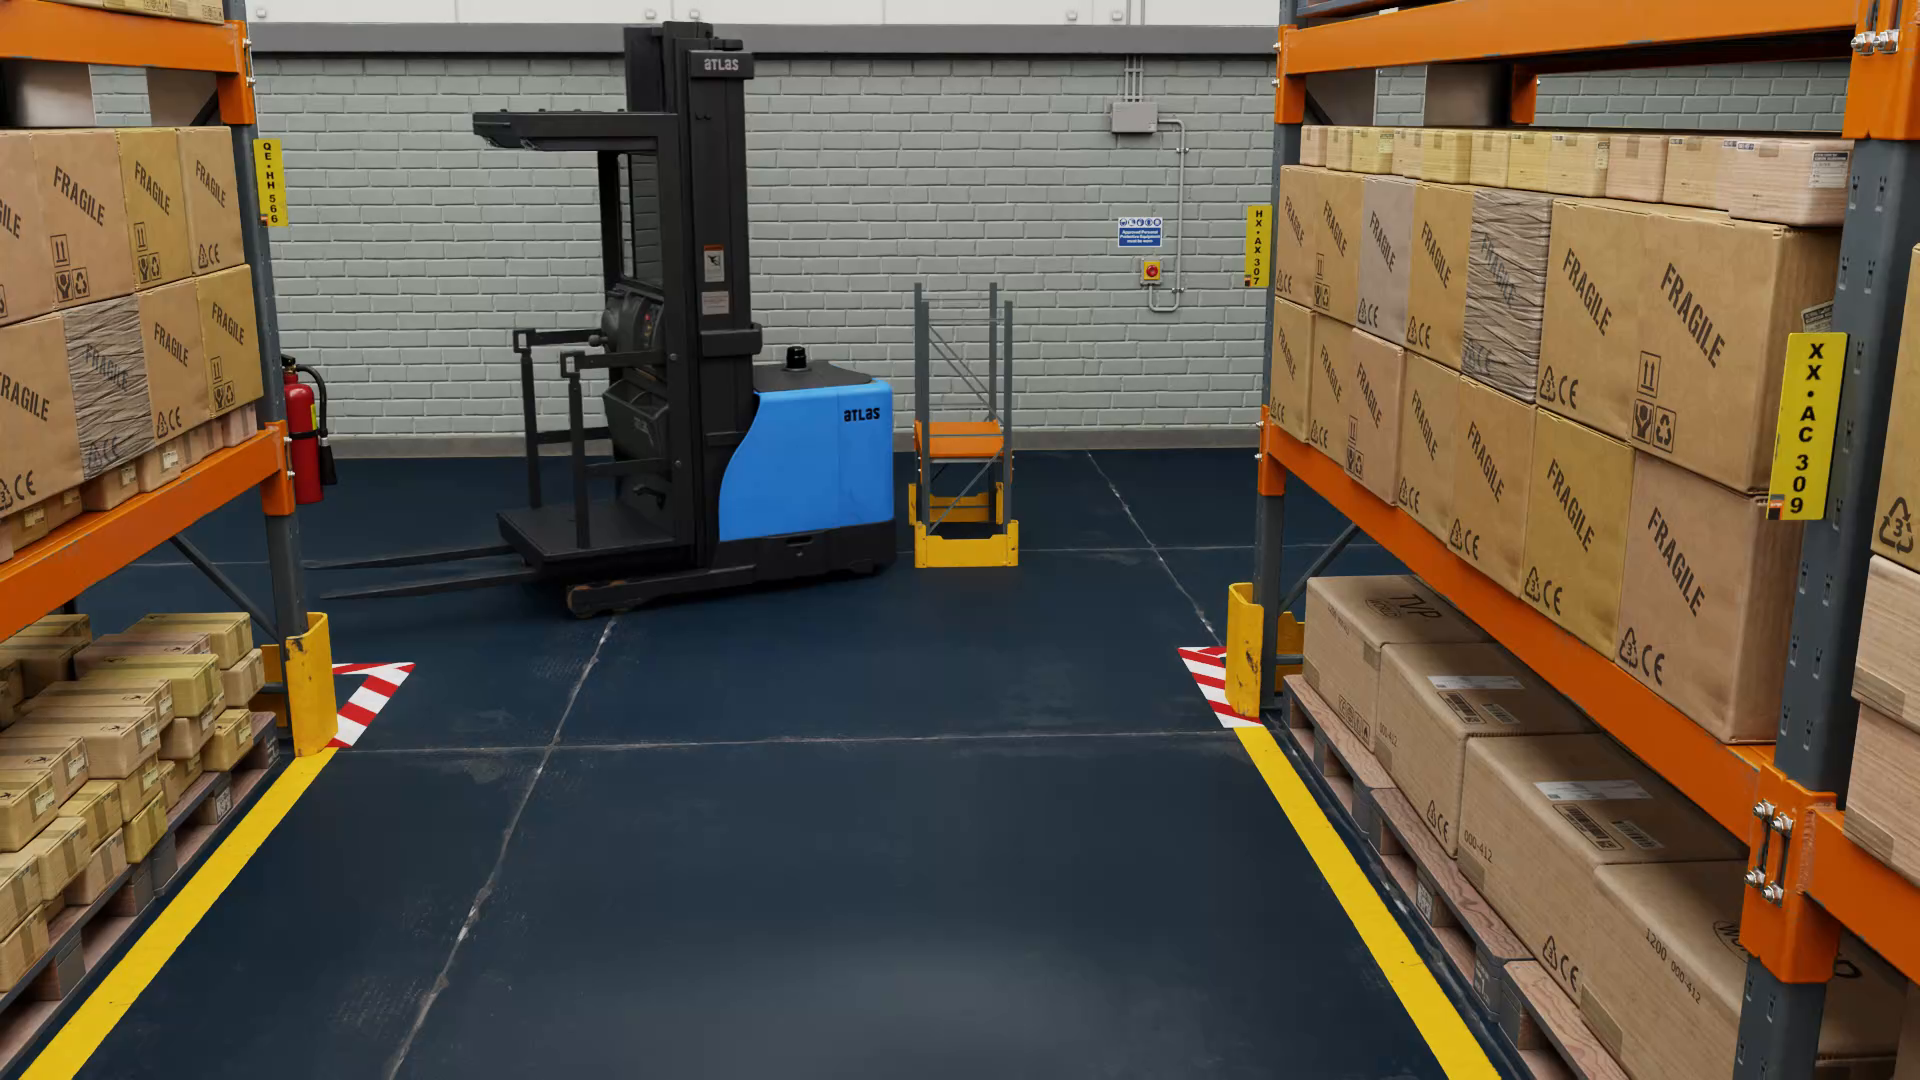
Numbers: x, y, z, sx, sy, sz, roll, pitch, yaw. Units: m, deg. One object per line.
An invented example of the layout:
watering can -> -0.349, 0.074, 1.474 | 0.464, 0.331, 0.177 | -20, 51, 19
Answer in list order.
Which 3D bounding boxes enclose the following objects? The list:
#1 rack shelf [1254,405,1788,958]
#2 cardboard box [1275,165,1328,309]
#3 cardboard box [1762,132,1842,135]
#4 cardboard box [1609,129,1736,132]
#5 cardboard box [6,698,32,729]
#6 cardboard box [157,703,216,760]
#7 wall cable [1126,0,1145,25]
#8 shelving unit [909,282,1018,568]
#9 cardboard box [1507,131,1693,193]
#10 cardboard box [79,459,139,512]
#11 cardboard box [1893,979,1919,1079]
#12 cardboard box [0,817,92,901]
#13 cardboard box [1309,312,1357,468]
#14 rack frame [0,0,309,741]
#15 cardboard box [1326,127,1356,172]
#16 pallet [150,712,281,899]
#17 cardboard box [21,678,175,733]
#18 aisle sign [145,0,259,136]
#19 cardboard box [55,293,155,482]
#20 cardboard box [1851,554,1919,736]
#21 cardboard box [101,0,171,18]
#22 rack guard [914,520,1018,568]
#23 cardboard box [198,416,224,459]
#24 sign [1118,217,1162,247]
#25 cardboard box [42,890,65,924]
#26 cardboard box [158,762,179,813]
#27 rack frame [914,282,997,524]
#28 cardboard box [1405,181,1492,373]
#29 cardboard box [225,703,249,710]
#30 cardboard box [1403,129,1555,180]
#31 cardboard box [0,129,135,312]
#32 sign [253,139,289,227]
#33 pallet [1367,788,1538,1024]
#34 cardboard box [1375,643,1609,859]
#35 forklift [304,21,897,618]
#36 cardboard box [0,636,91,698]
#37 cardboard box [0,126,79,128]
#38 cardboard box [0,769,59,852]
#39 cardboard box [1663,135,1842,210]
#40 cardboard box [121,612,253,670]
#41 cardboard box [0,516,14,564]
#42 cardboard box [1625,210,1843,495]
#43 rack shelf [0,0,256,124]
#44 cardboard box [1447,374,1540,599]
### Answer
rack shelf -> 1.886, 0.106, 5.038 | 1.077, 0.370, 4.000 | -1, 14, -3
cardboard box -> 1.508, -1.149, 6.263 | 0.500, 0.500, 0.500 | -1, 14, -5
cardboard box -> 2.218, -0.930, 4.111 | 0.380, 0.149, 0.250 | -1, 14, -5
cardboard box -> 2.116, -1.118, 4.844 | 0.380, 0.149, 0.250 | 0, 14, -2
cardboard box -> -3.332, 0.658, 5.731 | 0.380, 0.149, 0.250 | -1, 14, -3
cardboard box -> -2.820, 0.651, 5.757 | 0.380, 0.149, 0.250 | -1, 15, -6
wall cable -> 1.129, -5.055, 11.615 | 0.463, 3.000, 0.029 | -1, 14, -3
shelving unit -> 0.005, -0.707, 9.766 | 0.587, 1.500, 1.083 | -1, 14, -3
cardboard box -> 1.657, -0.982, 4.315 | 0.380, 0.149, 0.250 | -1, 14, -5
cardboard box -> -2.835, -0.186, 5.234 | 0.380, 0.149, 0.250 | -2, 15, -6
cardboard box -> 2.128, 1.234, 2.633 | 0.875, 0.875, 0.875 | 0, 14, -2
cardboard box -> -2.733, 0.912, 4.744 | 0.380, 0.149, 0.250 | -1, 14, -3
cardboard box -> 1.565, -0.539, 5.900 | 0.500, 0.500, 0.500 | -1, 14, -4
rack frame -> -3.172, -0.638, 6.487 | 1.000, 3.000, 0.127 | -1, 14, -3
cardboard box -> 1.497, -1.363, 5.796 | 0.380, 0.149, 0.250 | 0, 14, -2
pallet -> -3.152, 0.934, 5.973 | 1.003, 0.211, 1.213 | -1, 14, -3
cardboard box -> -2.832, 0.570, 5.476 | 0.380, 0.149, 0.250 | -1, 15, -6
aisle sign -> -2.877, -1.920, 6.251 | 0.394, 0.787, 0.004 | -1, 14, -3
cardboard box -> -2.820, -0.469, 5.030 | 0.500, 0.500, 0.500 | -1, 14, -3
cardboard box -> 1.756, 0.199, 2.529 | 0.500, 0.250, 0.500 | -1, 14, -5
cardboard box -> -2.841, -1.782, 5.215 | 0.500, 0.250, 0.500 | -1, 14, -3
rack guard -> 0.036, 0.022, 9.440 | 0.587, 0.250, 0.087 | -1, 14, -3
cardboard box -> -2.892, -0.377, 5.977 | 0.380, 0.149, 0.250 | -1, 14, -4
sign -> 1.338, -2.287, 12.353 | 0.327, 0.218, 0.001 | -1, 14, -3
cardboard box -> -2.840, 1.052, 4.795 | 0.380, 0.149, 0.250 | 0, 14, -2
cardboard box -> -2.856, 0.858, 5.552 | 0.380, 0.149, 0.250 | -1, 14, -3
rack frame -> -0.026, -0.832, 10.248 | 0.500, 1.500, 0.032 | -1, 14, -3
cardboard box -> 1.618, -0.768, 4.785 | 0.500, 0.500, 0.500 | -1, 14, -3
cardboard box -> -2.931, 0.667, 6.293 | 0.380, 0.149, 0.250 | -1, 14, -2
cardboard box -> 1.574, -1.171, 5.049 | 0.380, 0.149, 0.250 | -1, 14, -3
cardboard box -> -2.823, -0.950, 4.893 | 0.500, 0.500, 0.500 | 0, 14, -1
sign -> -2.617, -1.355, 6.317 | 0.100, 0.325, 0.005 | -1, 14, -3
pallet -> 1.962, 1.111, 5.284 | 1.003, 0.211, 1.213 | -1, 14, -3
cardboard box -> 1.968, 0.688, 5.632 | 0.875, 0.438, 0.875 | 0, 14, -2
forklift -> -1.902, -1.171, 8.695 | 3.031, 2.935, 1.130 | -7, 16, -27
cardboard box -> -3.341, 0.453, 5.929 | 0.380, 0.149, 0.250 | -1, 14, -2
cardboard box -> -3.409, -1.199, 5.863 | 0.500, 0.500, 0.500 | -1, 14, -4
cardboard box -> -2.810, 0.768, 4.706 | 0.380, 0.149, 0.250 | -1, 14, -3
cardboard box -> 1.760, -0.793, 3.578 | 0.380, 0.149, 0.250 | -1, 14, -3
cardboard box -> -2.886, 0.379, 6.219 | 0.380, 0.149, 0.250 | -1, 14, -3
cardboard box -> -2.808, 0.010, 4.471 | 0.380, 0.149, 0.250 | 0, 14, -1
cardboard box -> 1.705, -0.391, 3.317 | 0.500, 0.500, 0.500 | -1, 14, -4
rack shelf -> -3.048, -1.245, 4.269 | 1.077, 0.370, 4.000 | -1, 14, -3
cardboard box -> 1.643, -0.157, 4.417 | 0.500, 0.500, 0.500 | -1, 14, -4
